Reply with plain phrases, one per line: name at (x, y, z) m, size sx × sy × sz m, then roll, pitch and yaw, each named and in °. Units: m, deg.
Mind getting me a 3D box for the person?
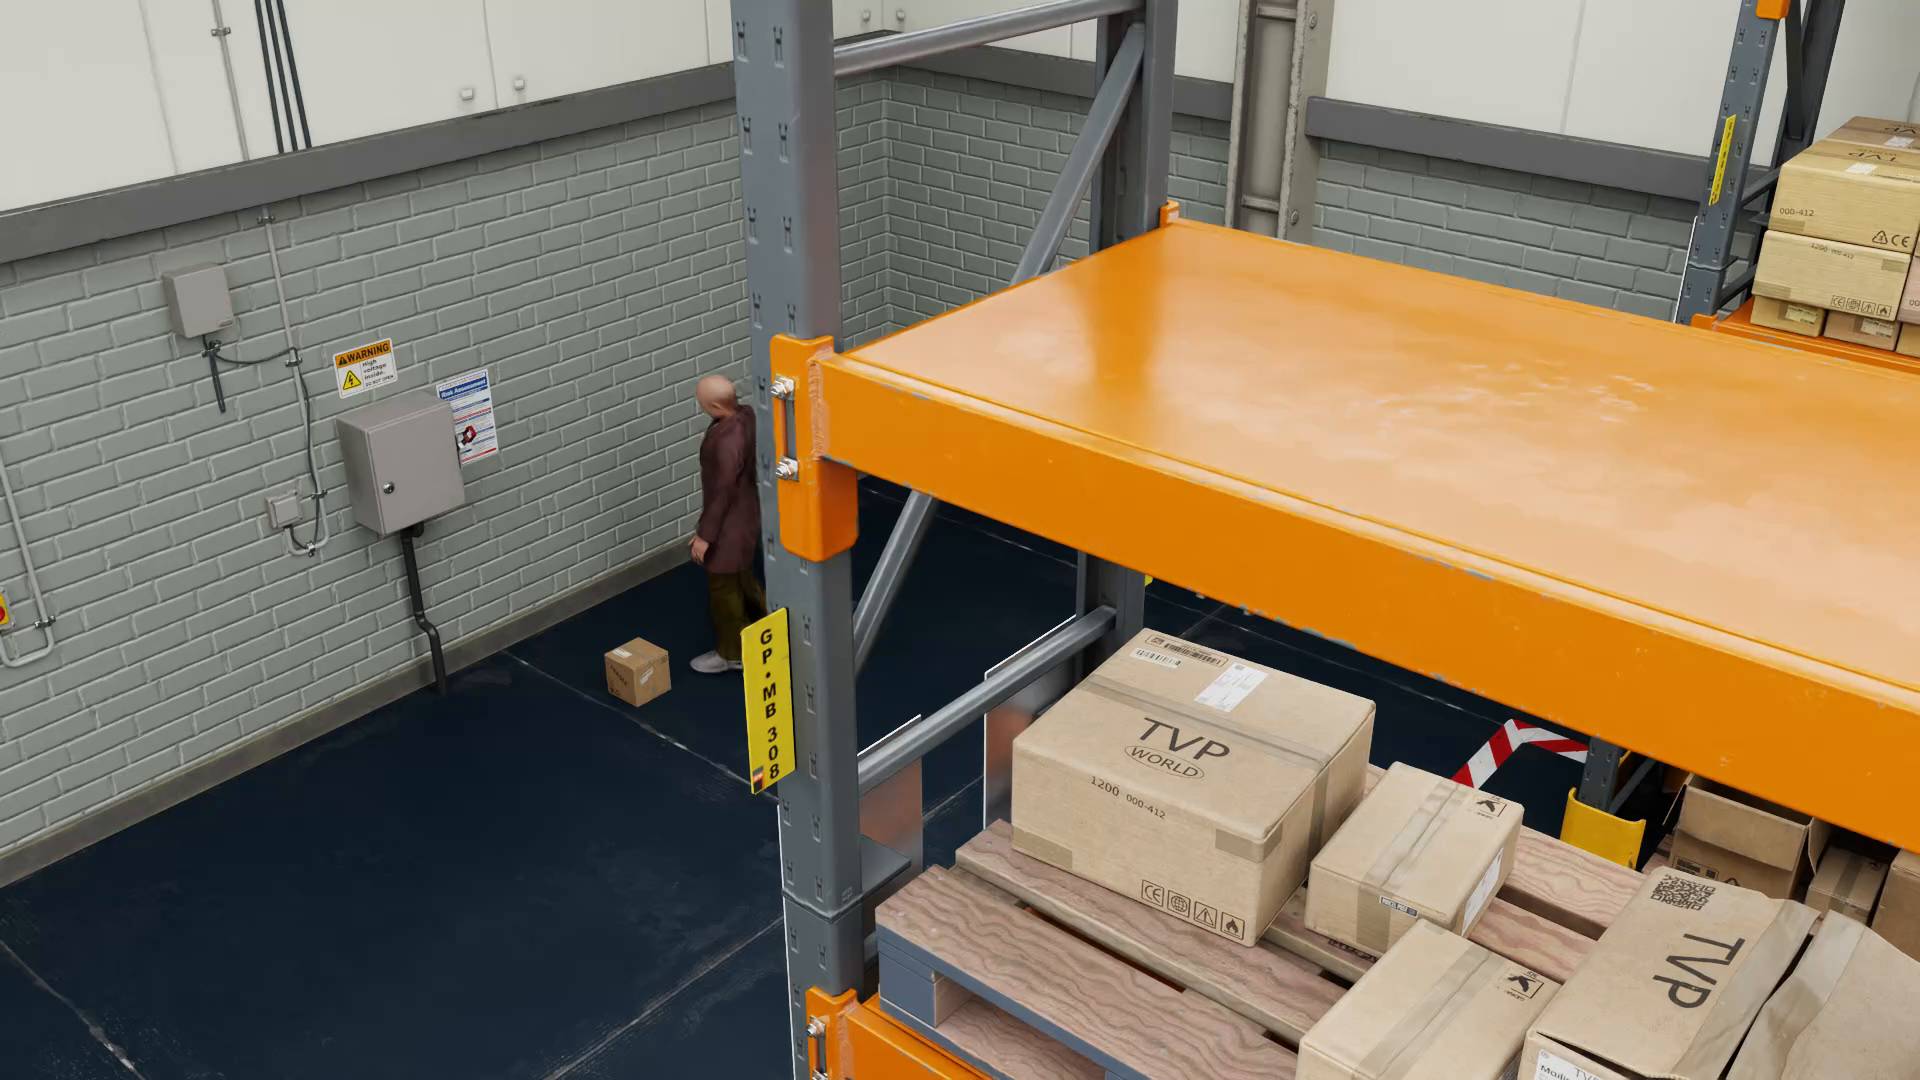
person at (-1.314, -0.097, 9.255) m, size 0.443 × 1.805 × 0.644 m, roll 0°, pitch 27°, yaw 0°
